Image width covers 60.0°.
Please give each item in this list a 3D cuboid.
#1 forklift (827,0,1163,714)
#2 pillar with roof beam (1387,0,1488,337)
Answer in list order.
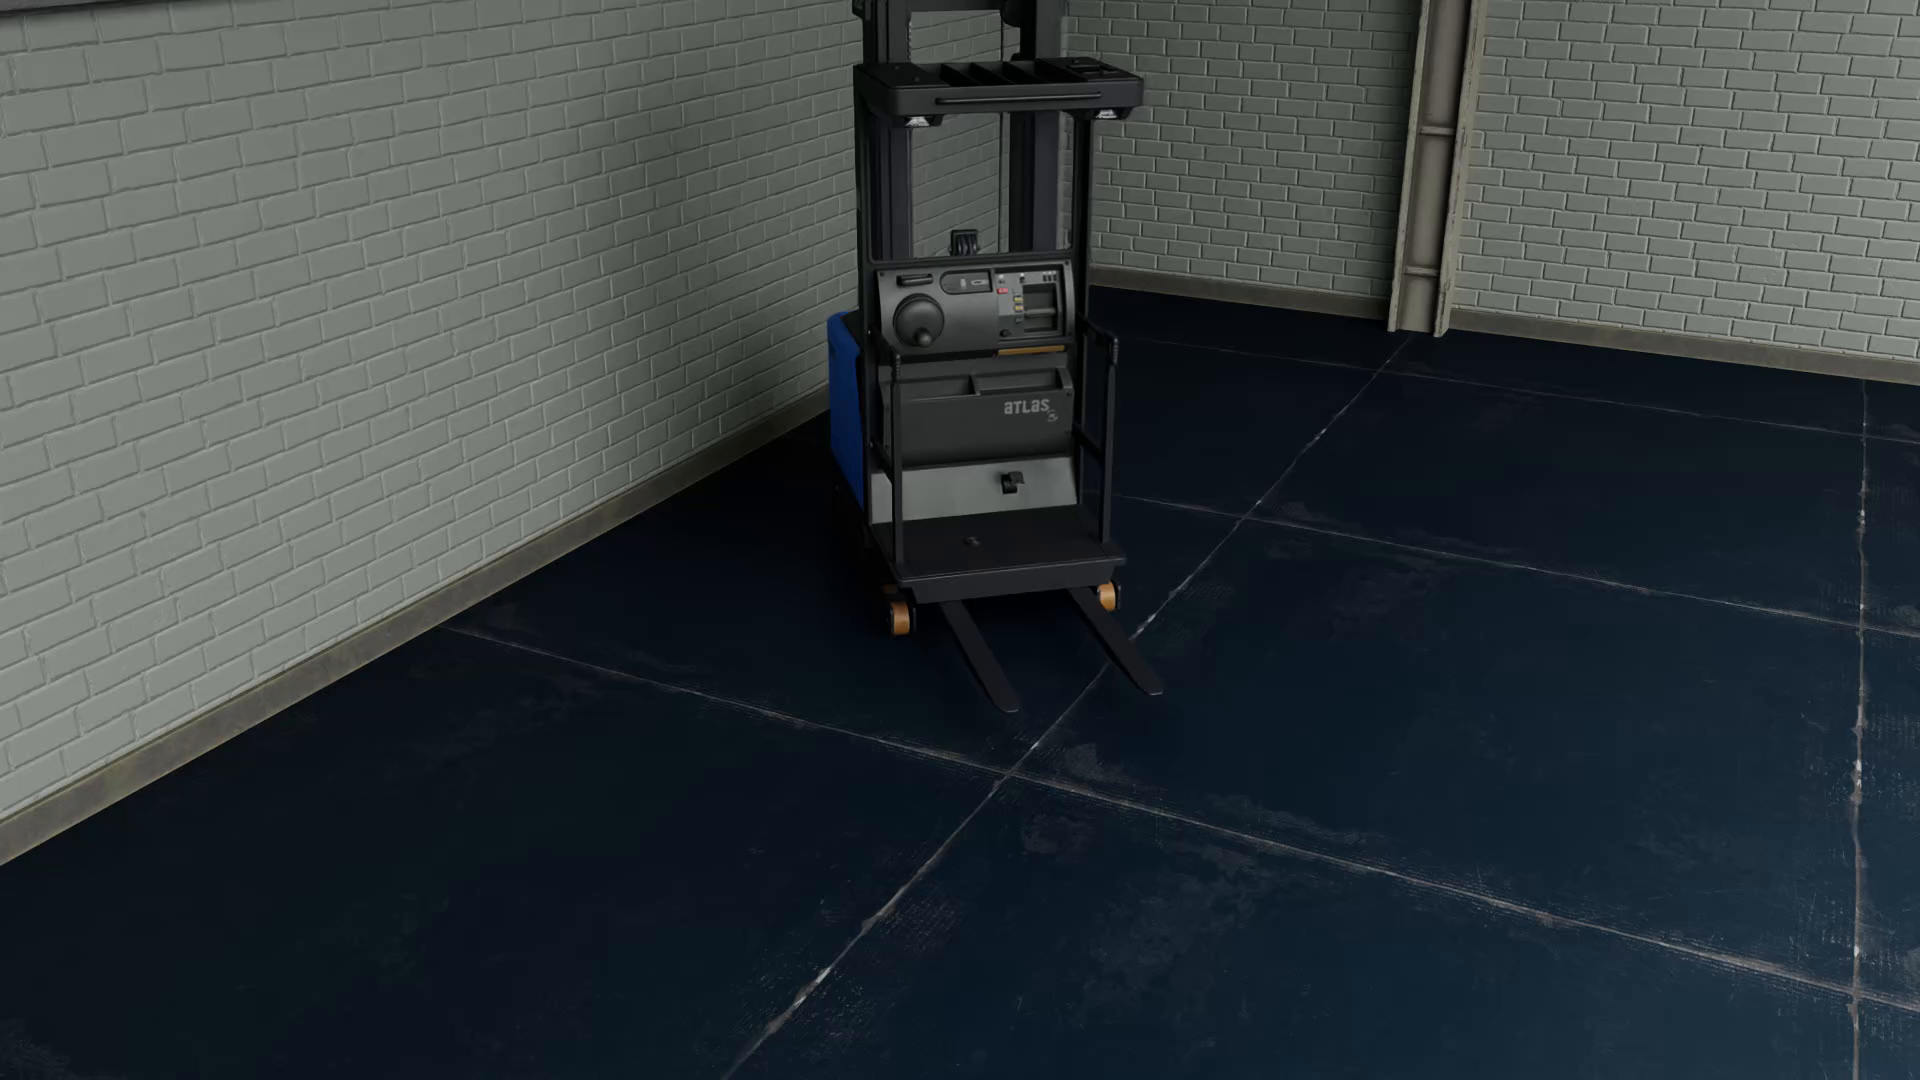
[{"bbox_3d":[0.132,-1.068,7.516,1.130,2.935,3.031,-6,24,-13],"label":"forklift"},{"bbox_3d":[1.493,-4.221,7.176,0.400,9.000,9.100,11,25,25],"label":"pillar with roof beam"}]
